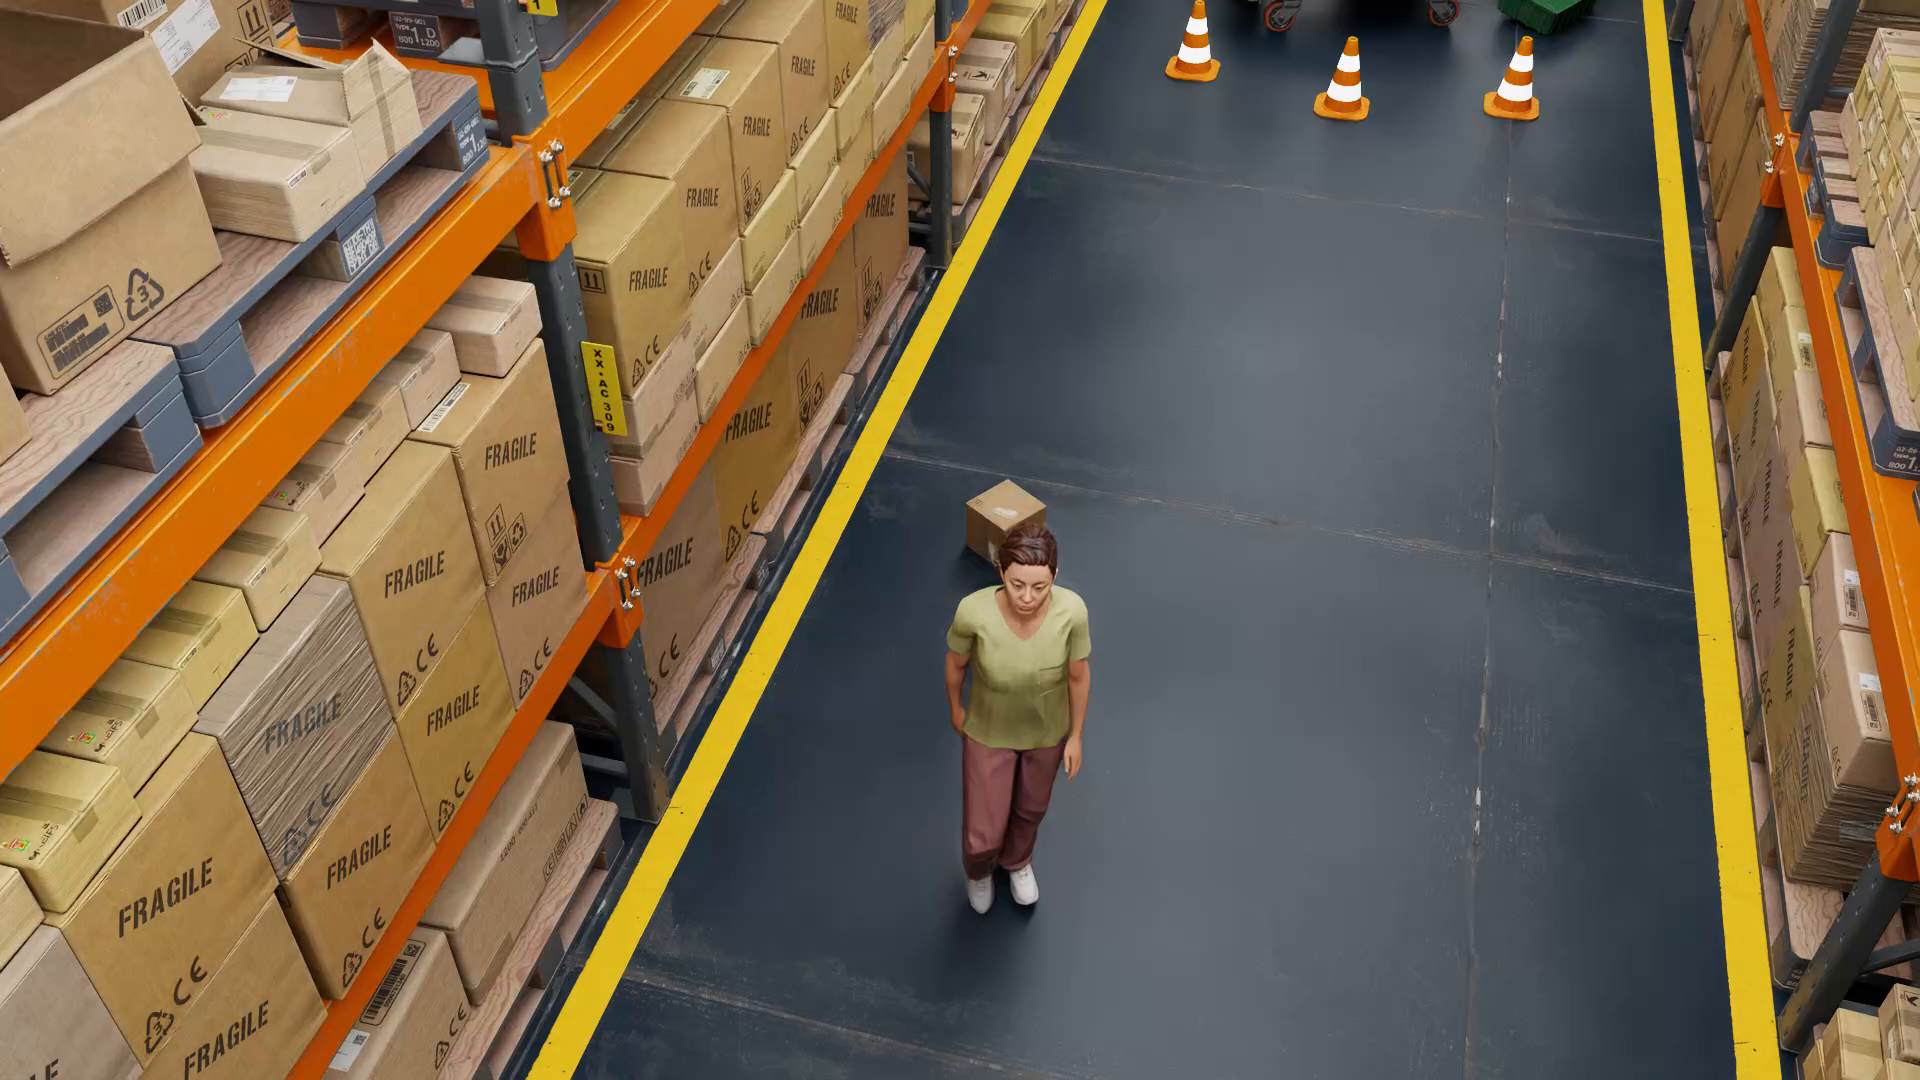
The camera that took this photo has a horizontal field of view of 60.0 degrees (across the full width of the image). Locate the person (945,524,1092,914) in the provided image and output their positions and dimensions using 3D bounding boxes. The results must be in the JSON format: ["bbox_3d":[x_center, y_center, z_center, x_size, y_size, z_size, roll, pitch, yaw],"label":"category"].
[{"bbox_3d":[0.195,0.644,5.406,0.456,1.693,0.447,-5,41,-6],"label":"person"}]
